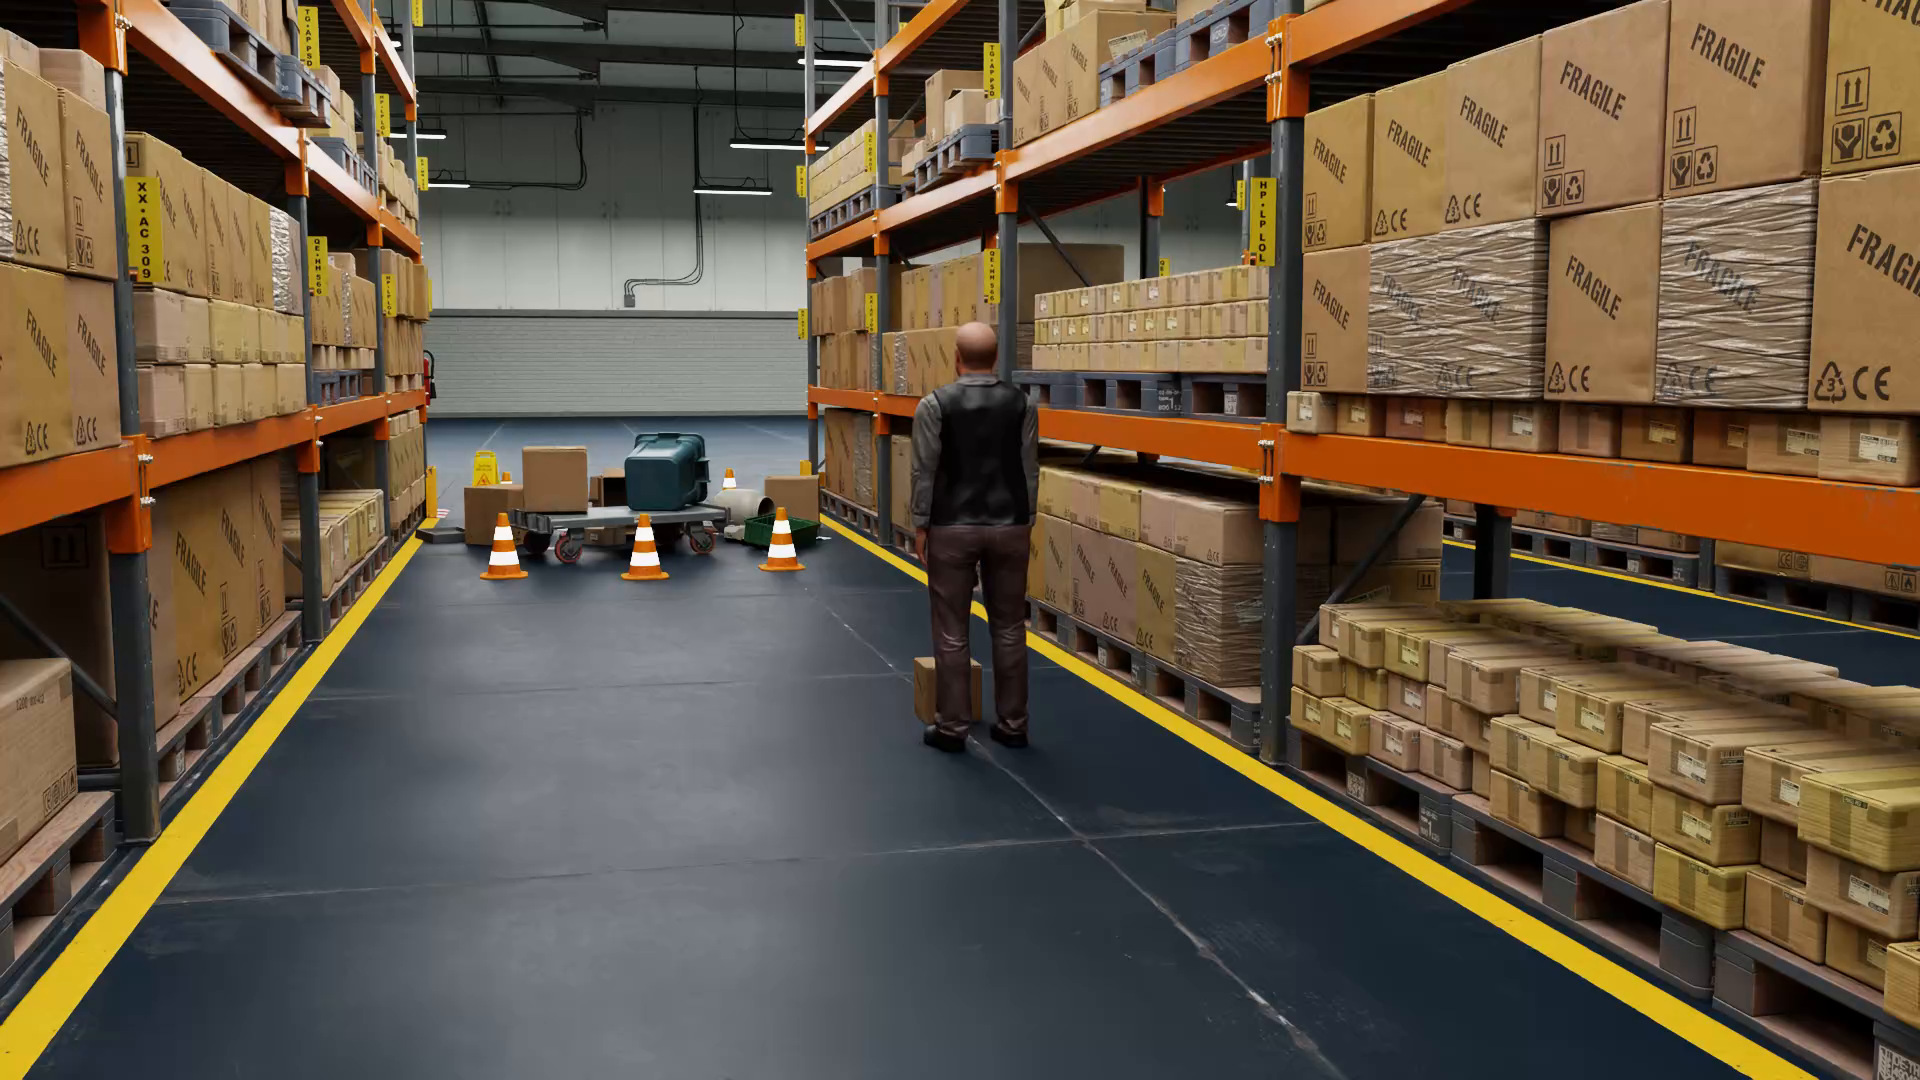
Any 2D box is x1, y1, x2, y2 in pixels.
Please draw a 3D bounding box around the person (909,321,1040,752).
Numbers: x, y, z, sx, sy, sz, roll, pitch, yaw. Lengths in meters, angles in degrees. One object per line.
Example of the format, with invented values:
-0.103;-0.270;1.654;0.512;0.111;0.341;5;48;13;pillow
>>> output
0.053;-0.018;6.737;0.532;1.721;0.355;-1;6;-12;person
